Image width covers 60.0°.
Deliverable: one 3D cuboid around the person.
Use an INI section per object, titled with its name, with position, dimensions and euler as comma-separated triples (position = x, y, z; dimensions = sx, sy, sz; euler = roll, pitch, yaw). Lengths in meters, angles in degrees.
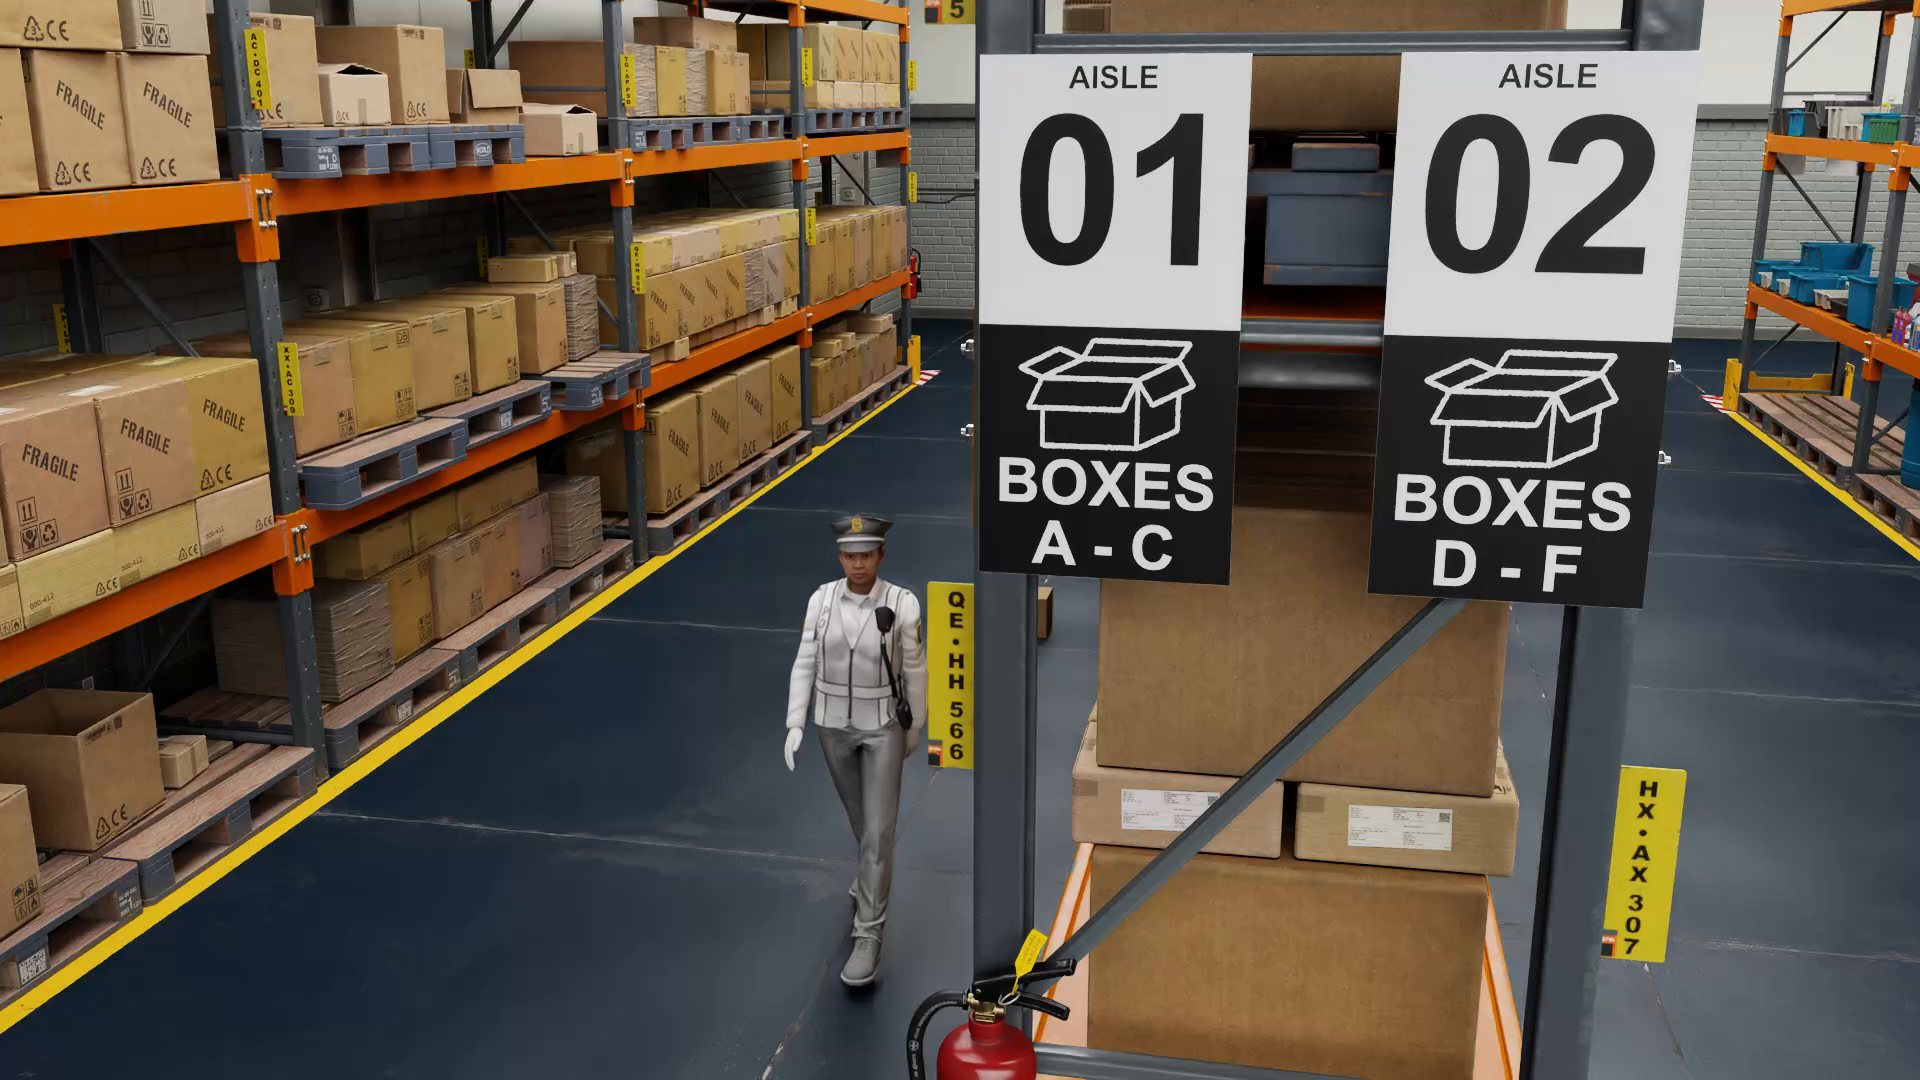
[person]
position = -0.404, 0.711, 6.223
dimensions = 0.499, 1.635, 0.954
euler = 3, 15, 13
